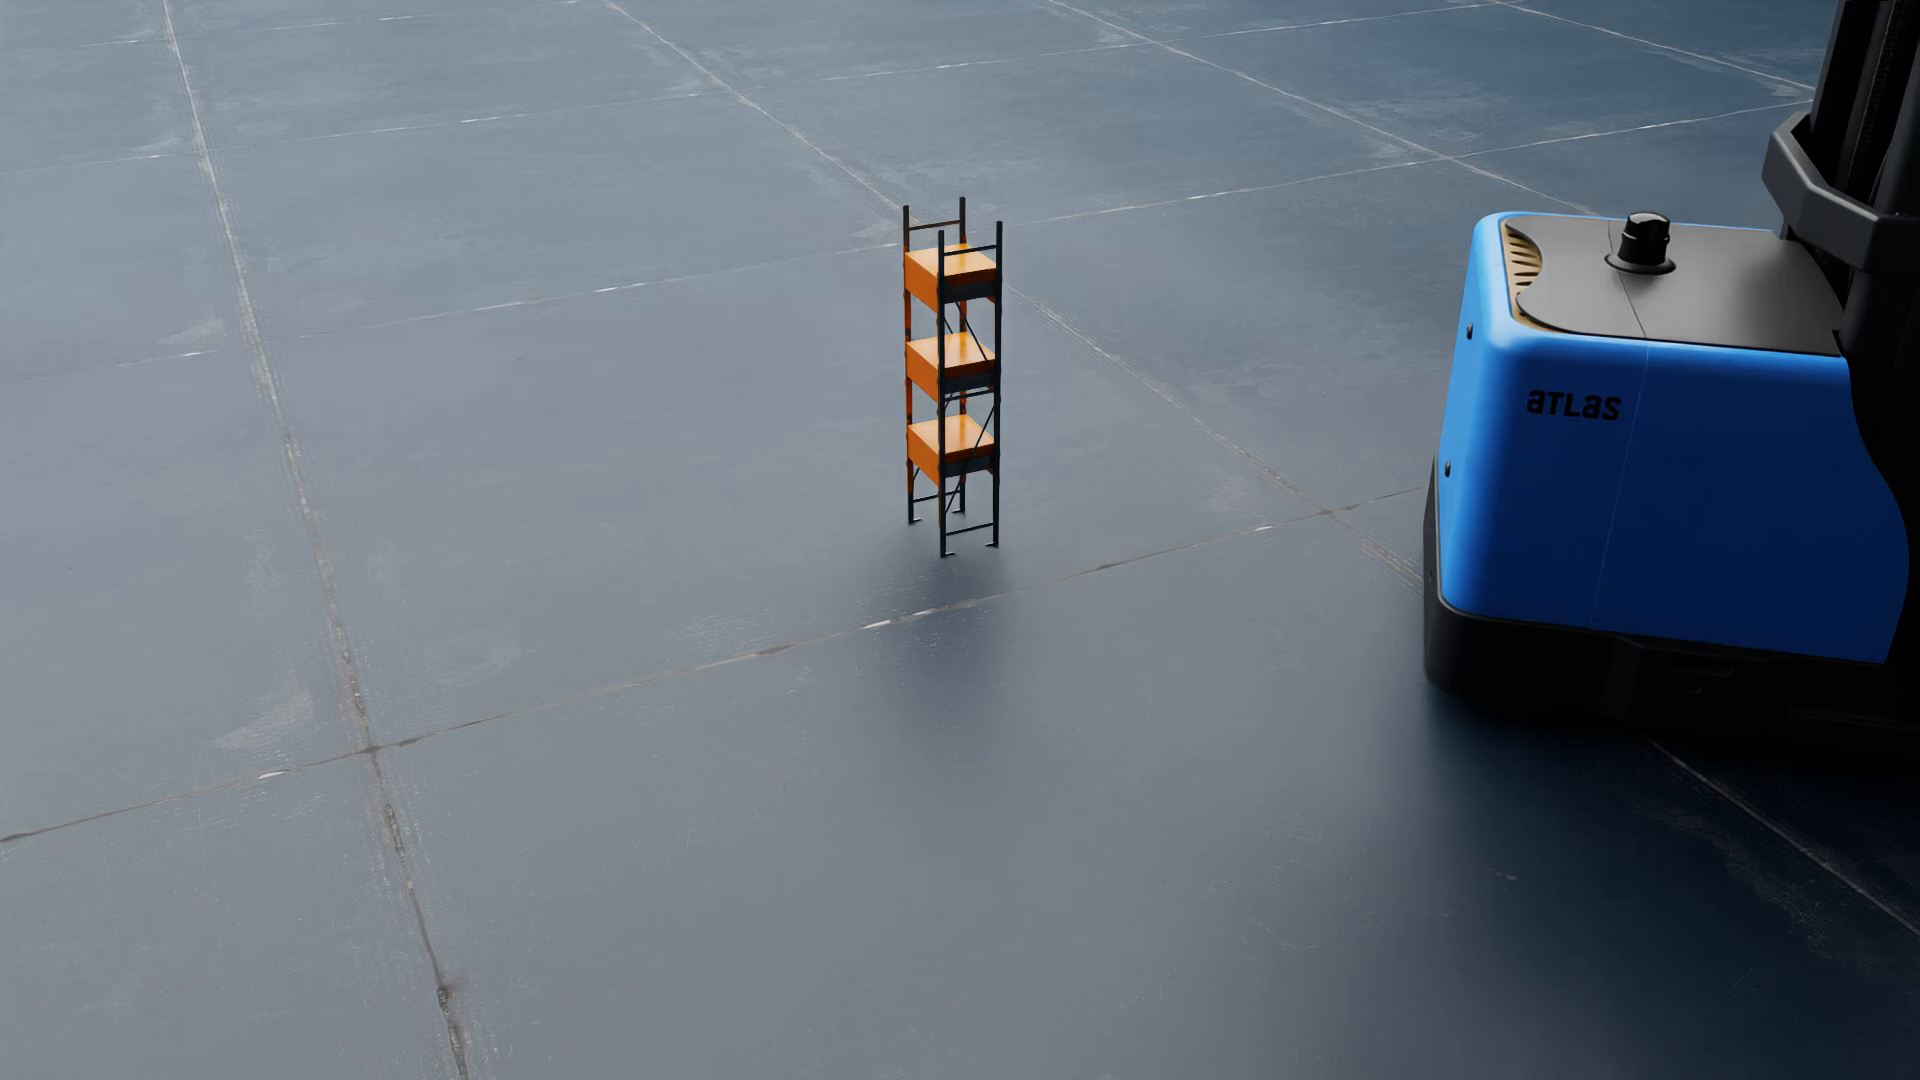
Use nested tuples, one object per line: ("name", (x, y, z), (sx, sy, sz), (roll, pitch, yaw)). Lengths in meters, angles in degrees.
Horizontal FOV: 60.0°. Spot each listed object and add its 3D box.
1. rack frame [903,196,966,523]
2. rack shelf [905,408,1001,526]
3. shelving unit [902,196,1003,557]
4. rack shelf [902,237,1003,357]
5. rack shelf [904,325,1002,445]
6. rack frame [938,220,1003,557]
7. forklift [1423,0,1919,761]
("rack frame", (-0.075, -0.535, 5.131), (0.200, 1.050, 0.008), (-13, 32, -22))
("rack shelf", (-0.023, -0.230, 5.176), (0.215, 0.259, 0.240), (-13, 32, -22))
("shelving unit", (-0.023, -0.482, 5.035), (0.215, 1.050, 0.252), (-13, 32, -22))
("rack shelf", (-0.023, -0.720, 4.902), (0.215, 0.259, 0.240), (-13, 32, -22))
("rack shelf", (-0.023, -0.472, 5.041), (0.215, 0.259, 0.240), (-13, 32, -22))
("rack frame", (0.029, -0.428, 4.939), (0.200, 1.050, 0.008), (-13, 32, -22))
("forklift", (2.823, -0.894, 3.847), (3.031, 2.935, 1.130), (7, 30, 12))
